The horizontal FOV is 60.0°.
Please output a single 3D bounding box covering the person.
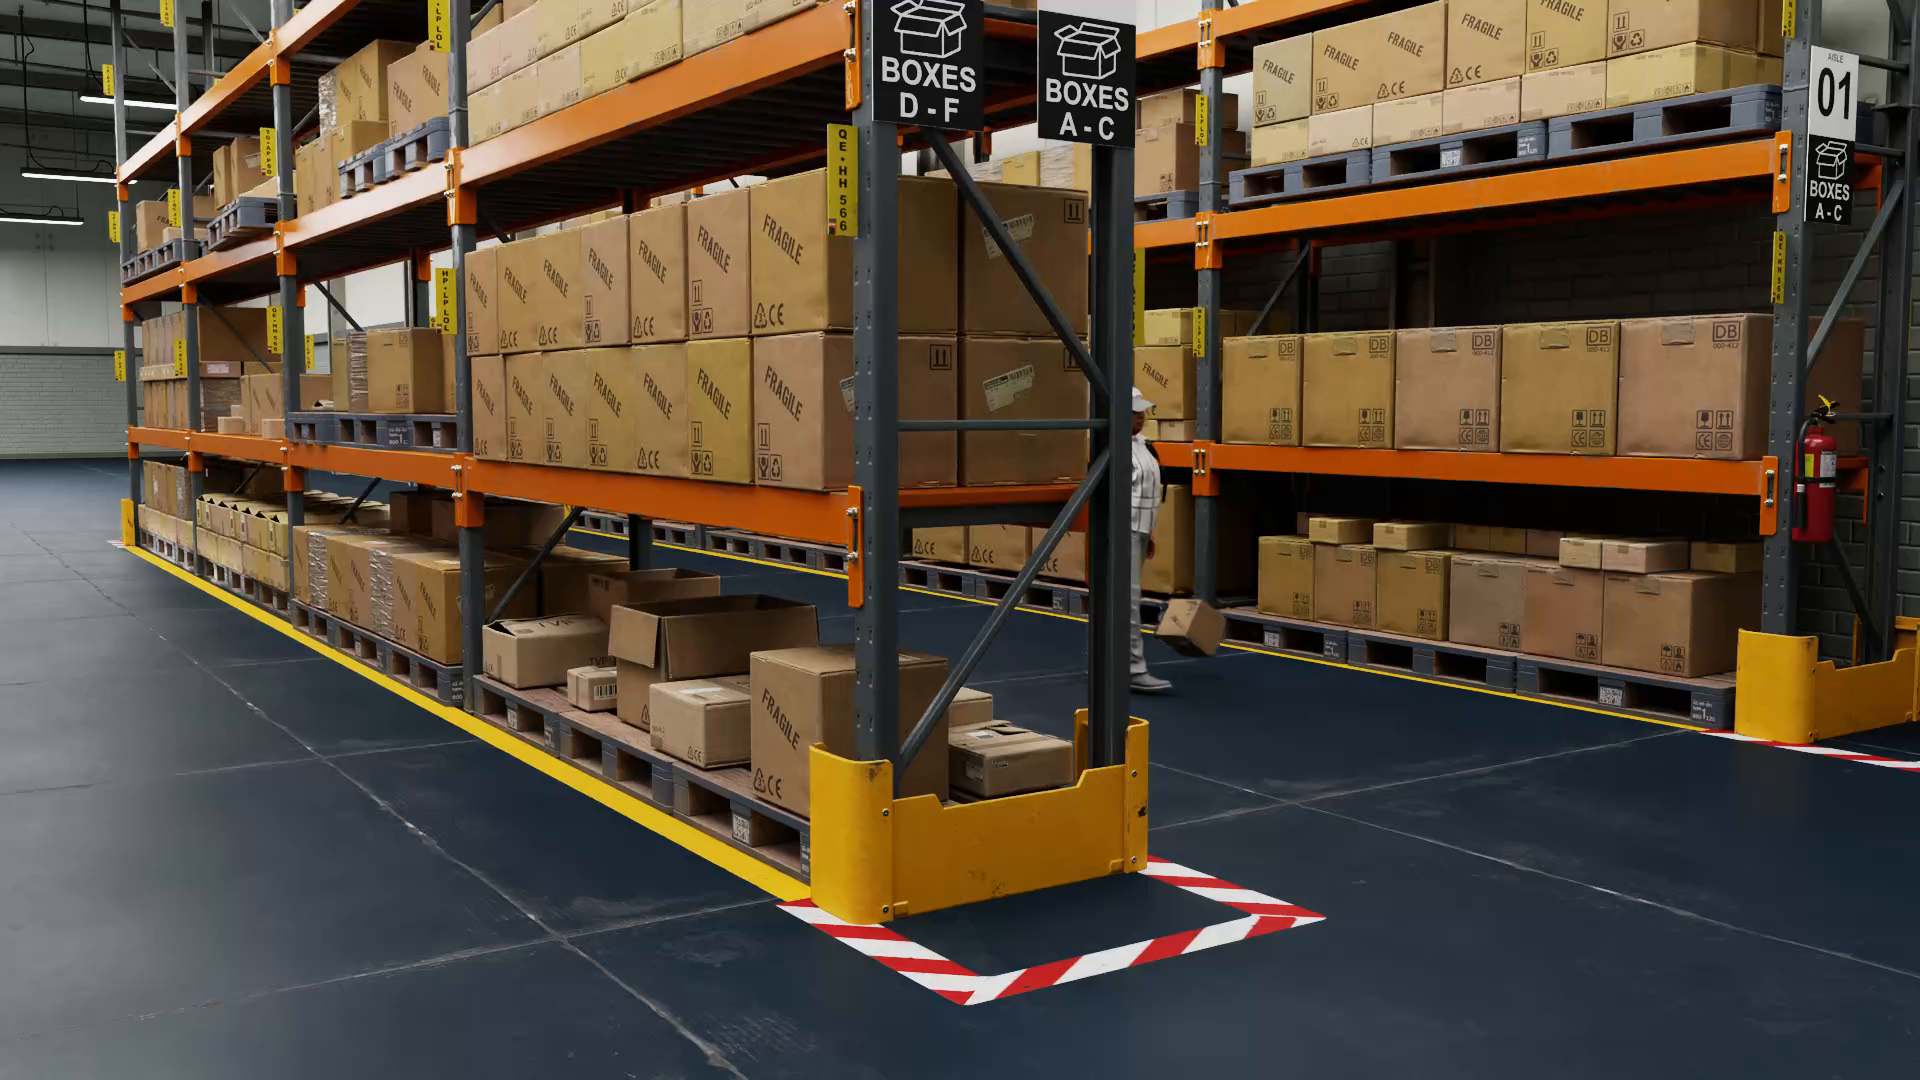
[{"bbox_3d":[0.936,-0.021,9.152,0.614,1.651,0.629,2,5,26],"label":"person"}]
